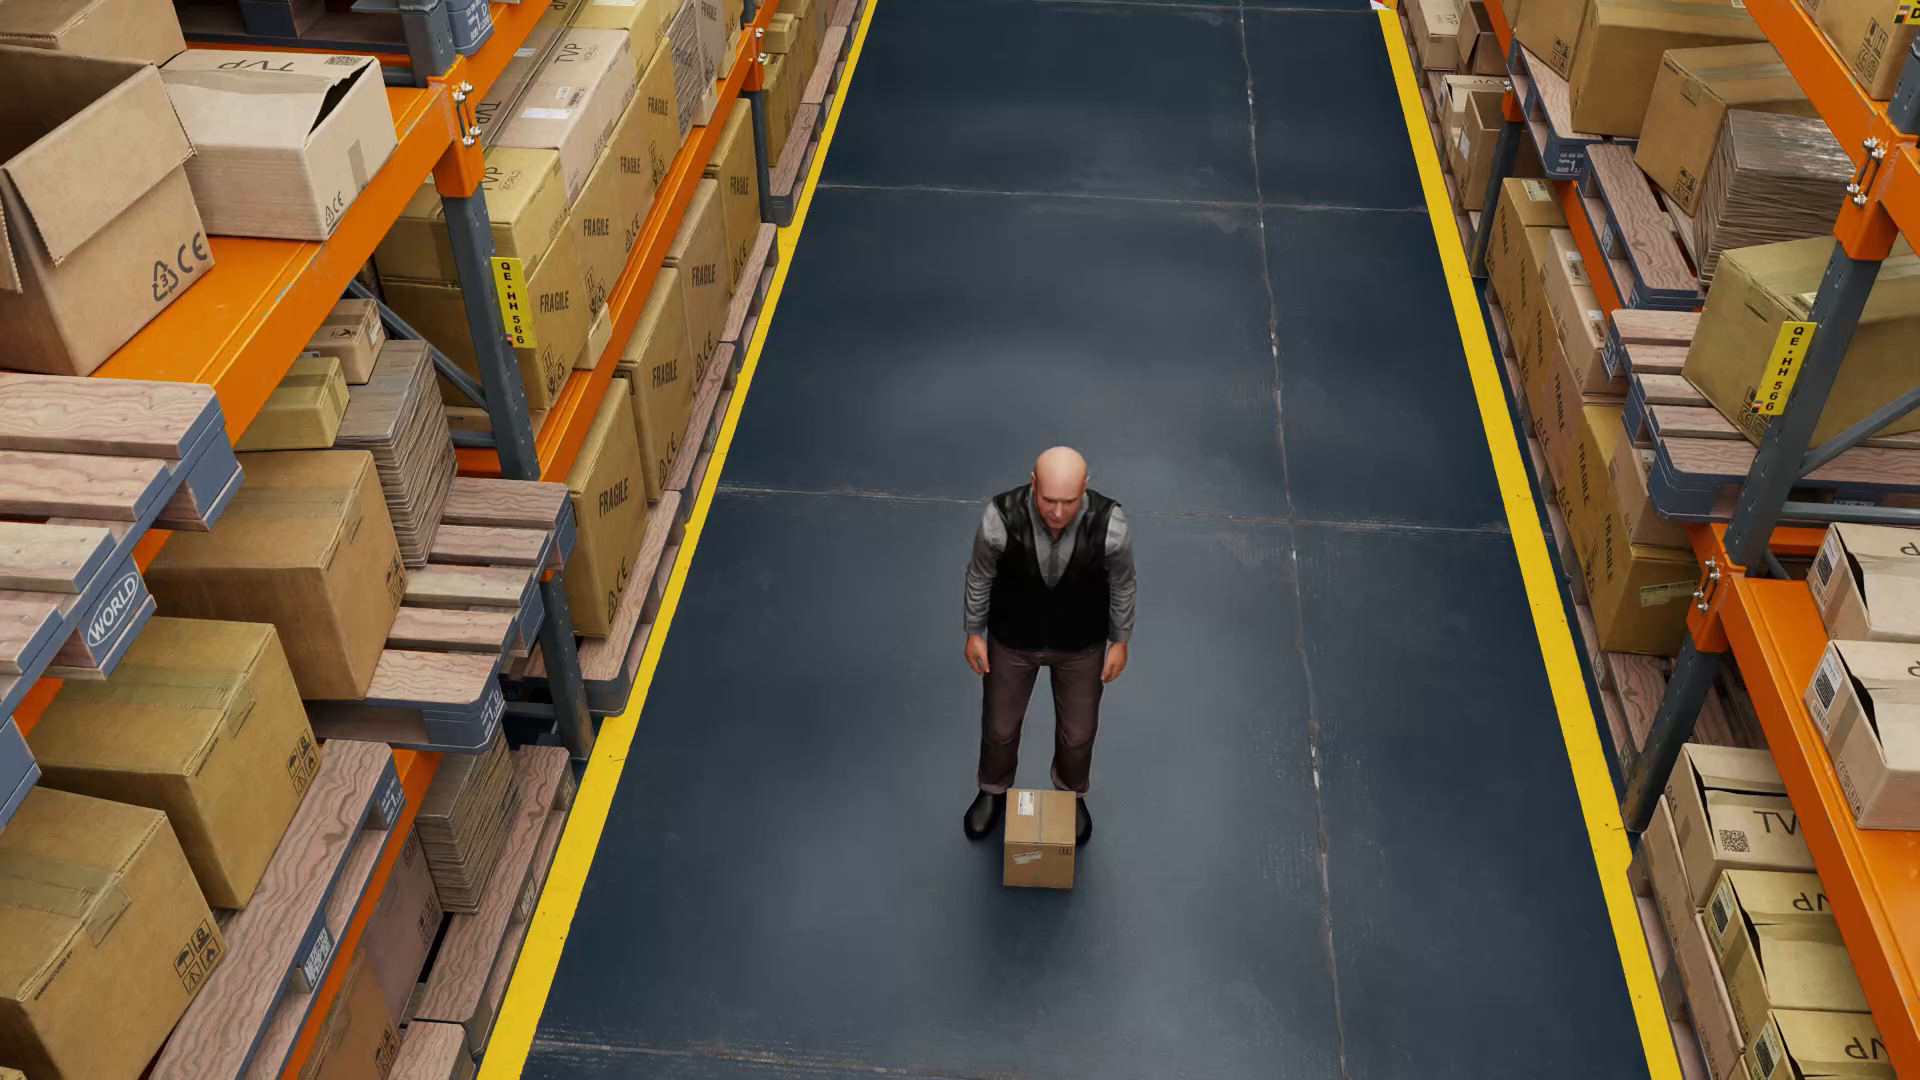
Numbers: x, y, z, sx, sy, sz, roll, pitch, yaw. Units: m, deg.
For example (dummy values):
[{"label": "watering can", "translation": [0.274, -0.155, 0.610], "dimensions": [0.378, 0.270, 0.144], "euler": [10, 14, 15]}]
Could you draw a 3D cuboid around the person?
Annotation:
[{"label": "person", "translation": [0.304, 0.338, 5.769], "dimensions": [0.582, 1.721, 0.412], "euler": [3, 40, 3]}]
